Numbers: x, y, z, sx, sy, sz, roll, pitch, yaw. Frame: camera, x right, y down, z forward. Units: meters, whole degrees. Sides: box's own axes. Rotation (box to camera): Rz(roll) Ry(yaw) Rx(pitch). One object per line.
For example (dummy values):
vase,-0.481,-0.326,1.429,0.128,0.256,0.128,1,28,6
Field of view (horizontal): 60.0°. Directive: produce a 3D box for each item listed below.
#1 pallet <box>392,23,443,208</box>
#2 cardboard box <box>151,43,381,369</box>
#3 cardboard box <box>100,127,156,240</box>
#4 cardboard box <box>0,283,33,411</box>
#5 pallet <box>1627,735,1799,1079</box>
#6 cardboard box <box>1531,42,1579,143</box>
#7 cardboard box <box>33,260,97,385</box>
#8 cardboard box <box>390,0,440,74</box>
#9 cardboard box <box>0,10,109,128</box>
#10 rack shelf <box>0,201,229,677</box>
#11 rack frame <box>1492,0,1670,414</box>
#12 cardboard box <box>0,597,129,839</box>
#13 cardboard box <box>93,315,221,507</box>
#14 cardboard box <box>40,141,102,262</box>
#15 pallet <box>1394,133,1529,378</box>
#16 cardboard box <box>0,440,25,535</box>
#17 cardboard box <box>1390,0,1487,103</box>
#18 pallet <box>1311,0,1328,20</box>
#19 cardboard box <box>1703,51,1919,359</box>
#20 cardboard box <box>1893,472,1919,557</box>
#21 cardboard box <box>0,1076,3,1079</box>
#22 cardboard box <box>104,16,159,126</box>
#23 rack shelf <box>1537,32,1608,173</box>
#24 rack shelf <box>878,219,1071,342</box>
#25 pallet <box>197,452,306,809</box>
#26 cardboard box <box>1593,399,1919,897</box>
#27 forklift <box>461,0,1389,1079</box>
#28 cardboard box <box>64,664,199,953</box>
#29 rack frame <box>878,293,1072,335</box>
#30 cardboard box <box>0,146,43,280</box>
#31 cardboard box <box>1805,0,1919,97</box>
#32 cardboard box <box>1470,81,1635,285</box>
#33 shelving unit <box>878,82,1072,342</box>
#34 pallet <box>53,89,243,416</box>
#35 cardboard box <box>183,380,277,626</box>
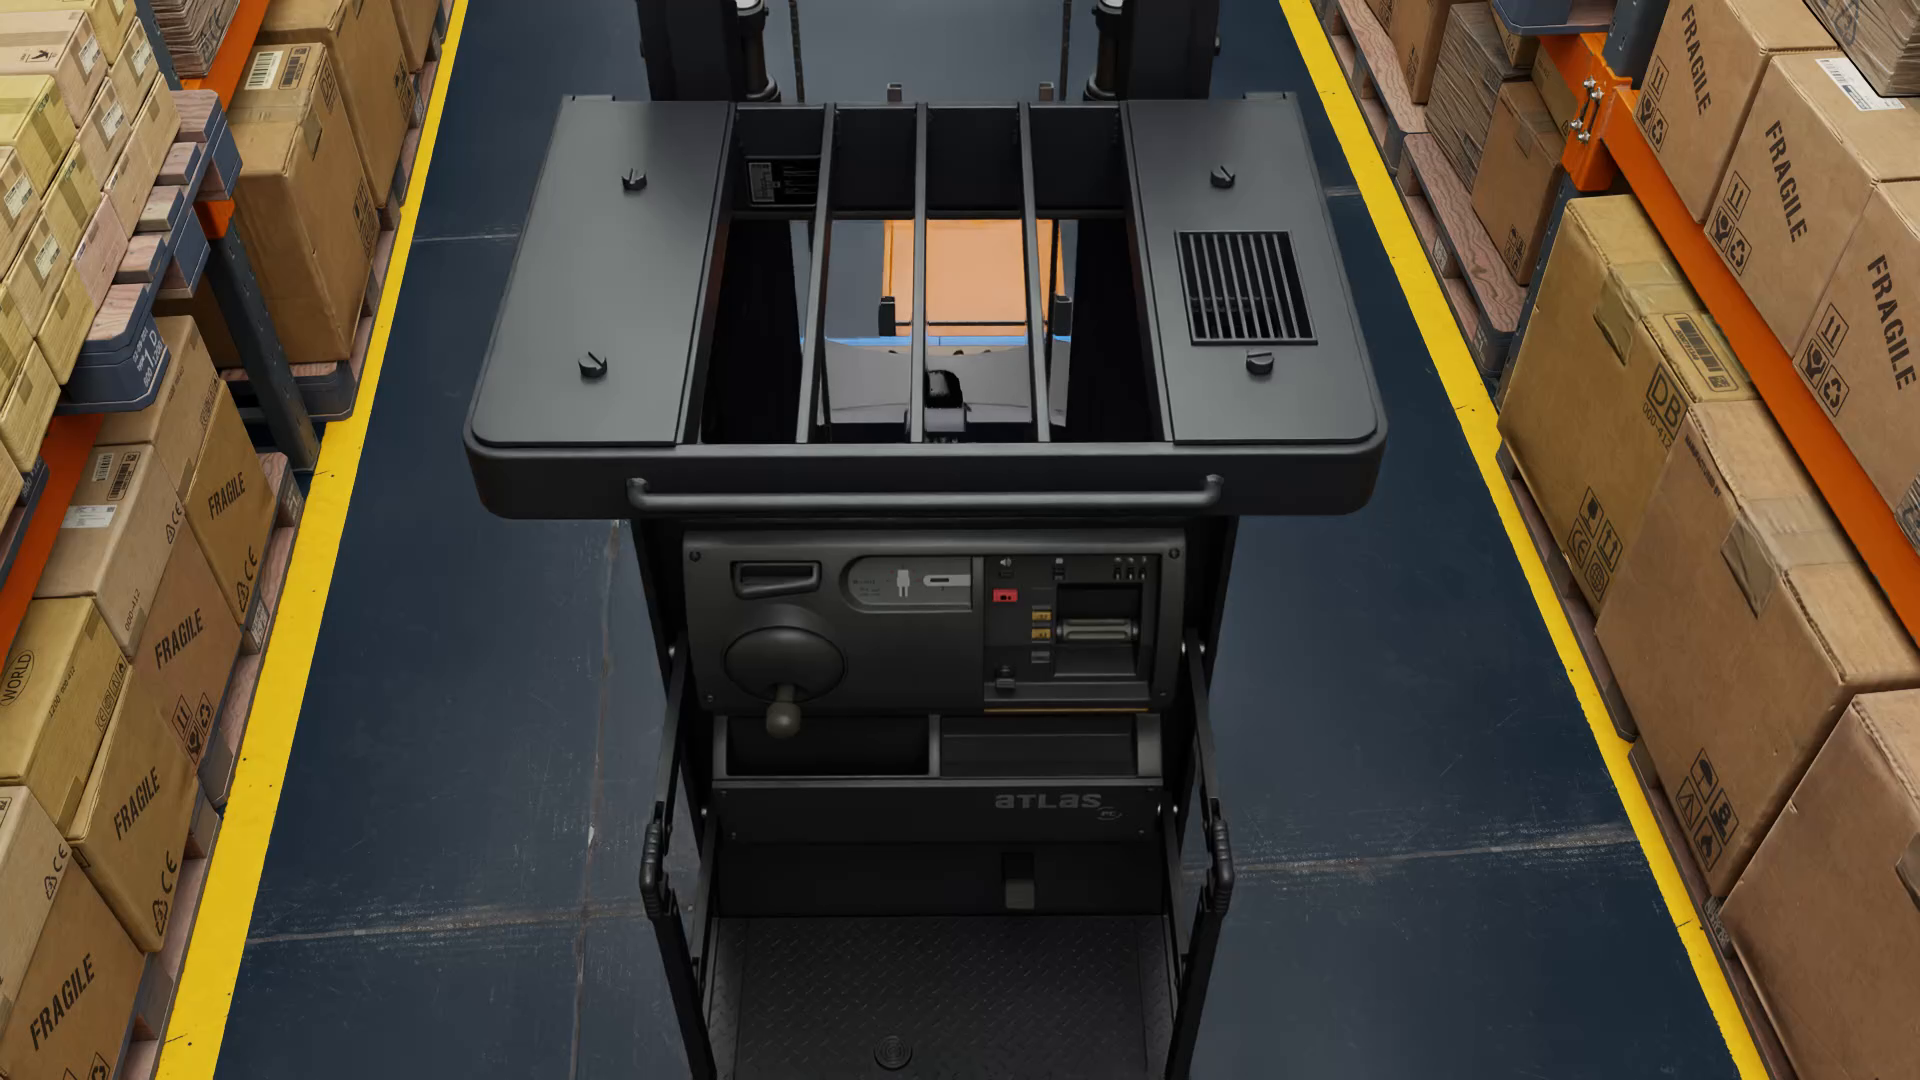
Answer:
pallet,-2.712,-1.762,6.773,1.003,0.211,1.213,-3,47,-3
cardboard box,-2.583,-1.082,5.469,1.050,0.750,0.750,-4,47,-4
cardboard box,-2.103,-0.814,3.839,0.380,0.149,0.250,-4,47,-3
cardboard box,-2.039,-0.351,3.196,0.380,0.149,0.250,-4,47,-4
pallet,2.419,0.921,4.232,1.003,0.211,1.213,-3,47,-3
cardboard box,2.243,-1.526,5.531,0.500,0.250,0.500,-2,47,-2
cardboard box,-2.064,-0.448,3.492,0.380,0.149,0.250,-4,47,-4
cardboard box,-2.738,-2.388,6.706,1.050,0.750,0.750,-3,47,-3
cardboard box,-2.105,-1.019,3.623,0.380,0.149,0.250,-4,47,-4
rack shelf,-2.454,0.429,3.273,1.077,0.370,4.000,-3,47,-3
rack frame,2.329,-1.494,4.599,1.000,3.000,0.127,-3,47,-3
cardboard box,-2.223,0.404,3.717,0.500,0.250,0.500,-2,47,-2
cardboard box,-2.303,-0.329,4.412,0.500,0.250,0.500,-4,47,-4
cardboard box,-2.078,-0.712,3.538,0.380,0.149,0.250,-2,47,-2
pallet,2.265,-1.100,6.147,1.003,0.211,1.213,-3,47,-3
cardboard box,-2.020,-0.066,3.130,0.380,0.149,0.250,-2,47,-2
cardboard box,2.140,-2.079,6.572,0.700,0.500,0.500,0,47,0
pallet,2.061,-2.865,7.818,1.003,0.211,1.213,-3,47,-3
cardboard box,2.144,-0.787,3.860,0.500,0.500,0.500,-5,47,-4
cardboard box,2.231,-0.054,3.167,0.500,0.500,0.500,-3,47,-3
cardboard box,-2.130,1.411,3.280,0.500,0.500,0.500,-2,47,-1
cardboard box,-2.127,-1.096,3.901,0.380,0.149,0.250,-3,47,-2
rack shelf,2.162,-2.693,6.230,1.077,0.370,4.000,-3,47,-3
rack shelf,0.035,-0.810,4.839,0.538,0.278,1.000,0,47,0
pallet,-2.558,0.259,4.859,1.003,0.211,1.213,-3,47,-3
cardboard box,2.433,0.239,4.132,1.225,0.875,0.875,-3,47,-3
forklift,-0.043,0.271,2.975,1.130,2.935,3.031,0,47,0
cardboard box,-2.206,0.668,3.984,0.500,0.500,0.500,-5,47,-5
rack frame,0.039,-0.240,4.702,0.500,1.125,0.032,0,47,0
cardboard box,-2.057,-0.637,3.261,0.380,0.149,0.250,-2,47,-2
cardboard box,2.374,-1.343,3.696,0.797,0.503,0.637,-2,47,-2
cardboard box,2.253,-1.269,5.804,0.700,0.500,0.500,-6,47,-5
shelving unit,0.035,-0.609,5.052,0.538,1.125,1.048,0,47,0
pallet,-2.456,-0.690,3.970,1.213,0.211,1.003,-3,47,-3
cardboard box,-2.306,-0.090,4.701,0.500,0.500,0.500,-4,47,-3
